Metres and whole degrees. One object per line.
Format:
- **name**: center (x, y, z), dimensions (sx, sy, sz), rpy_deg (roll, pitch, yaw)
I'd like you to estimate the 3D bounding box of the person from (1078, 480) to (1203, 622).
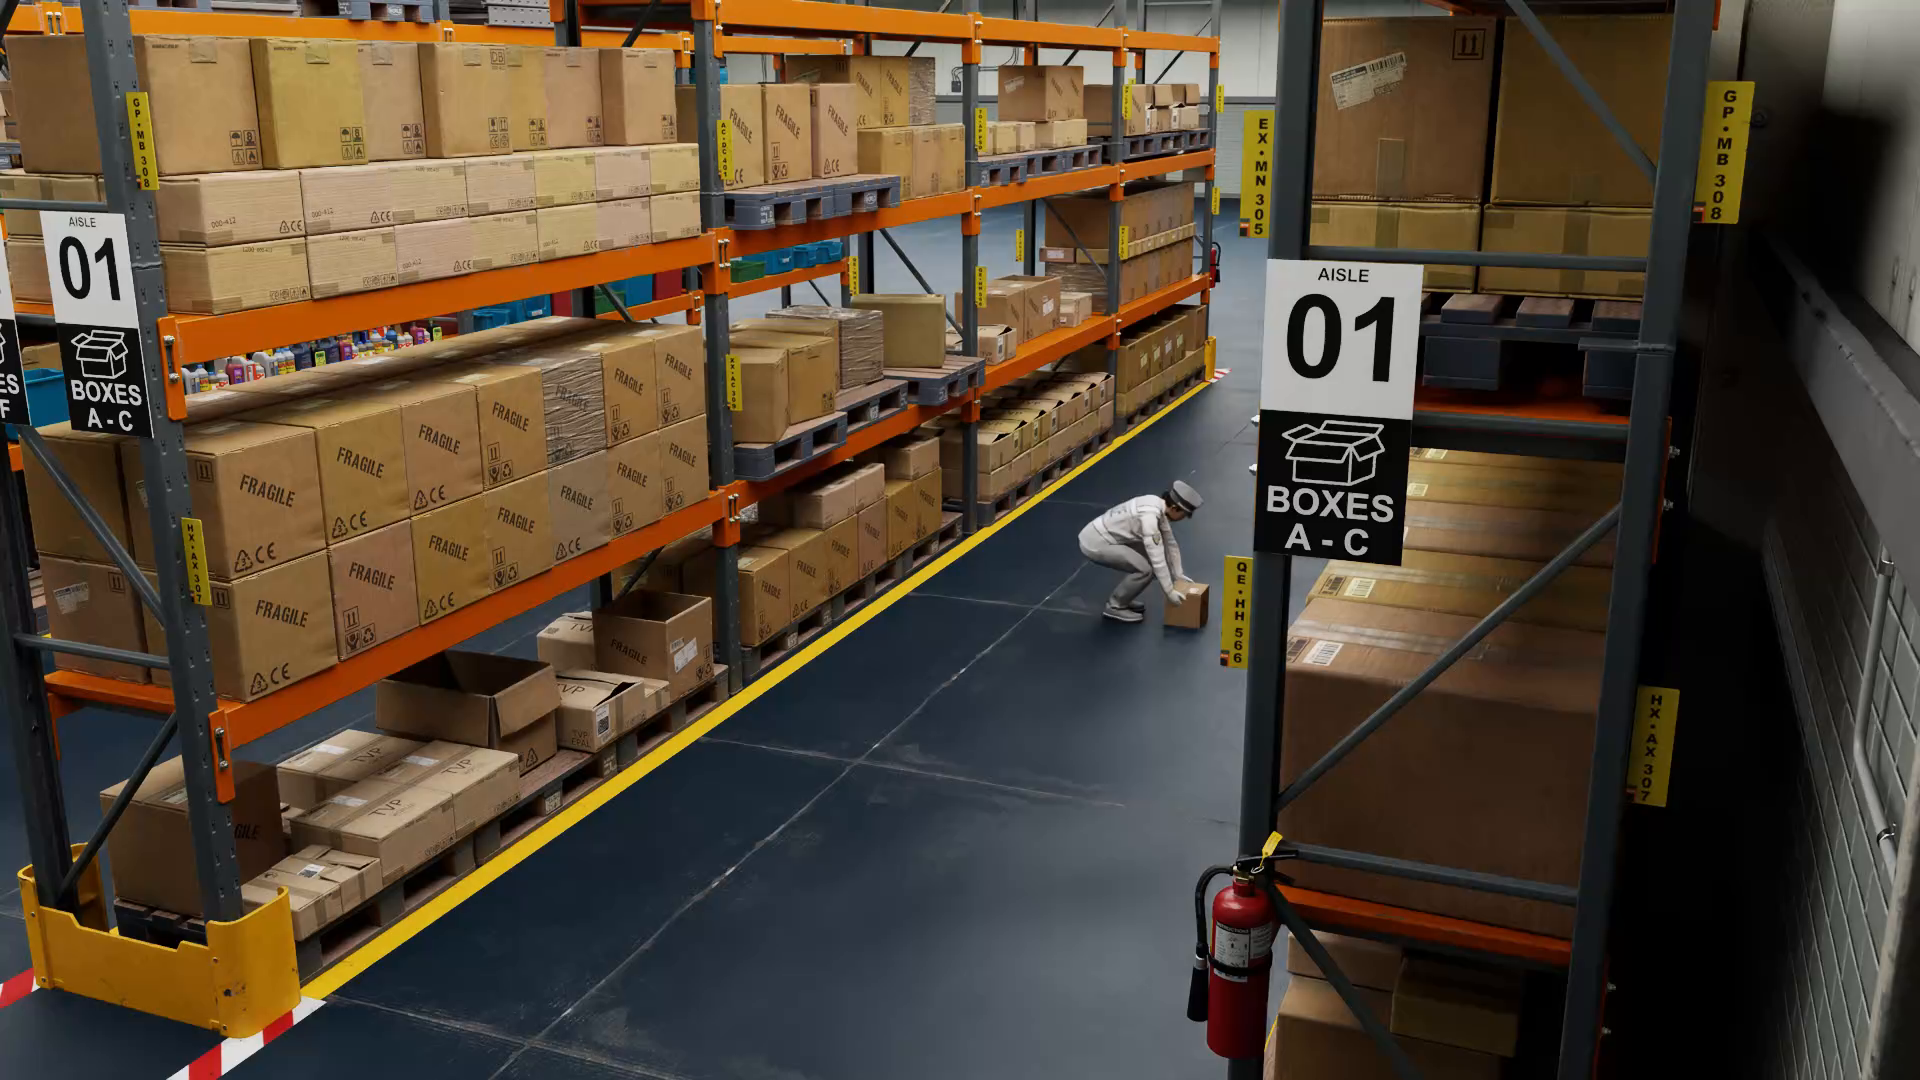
- **person**: center (1.260, 0.059, 11.599), dimensions (0.845, 0.981, 0.489), rpy_deg (6, 17, 21)
